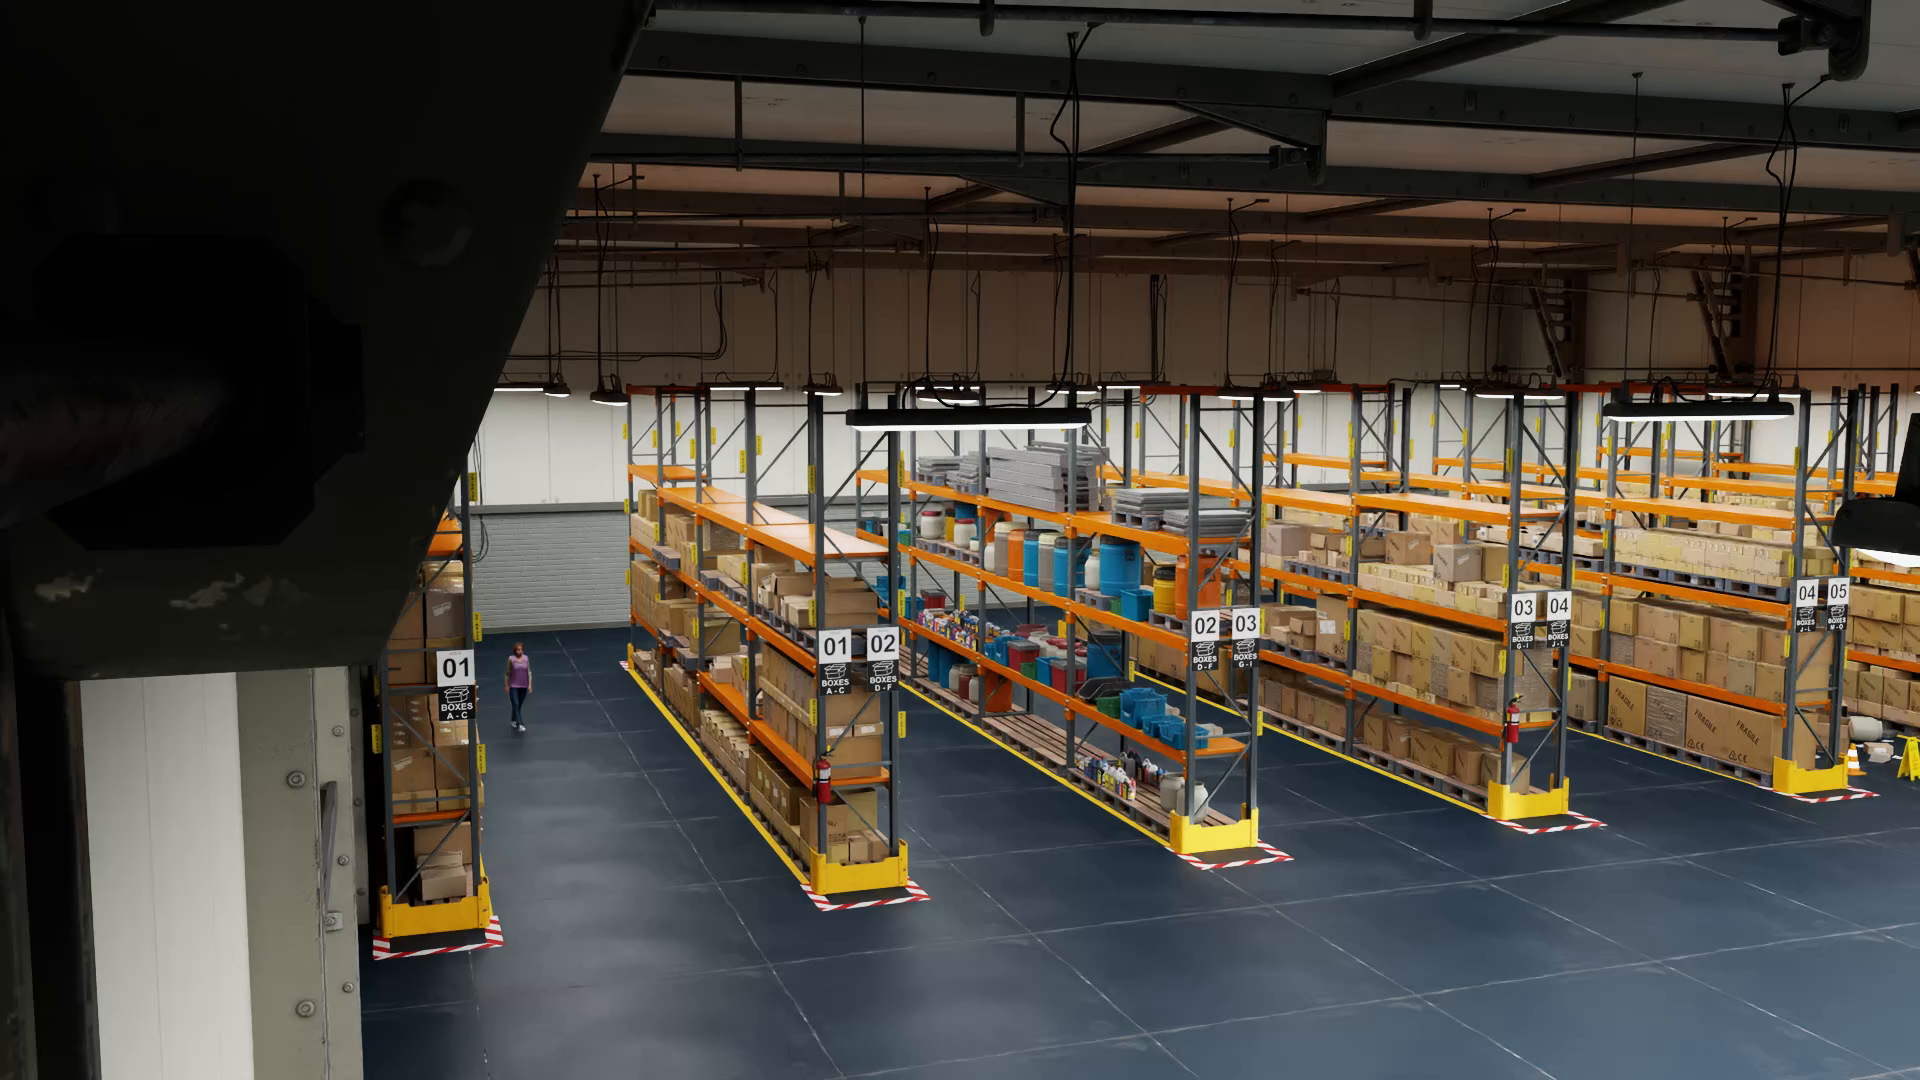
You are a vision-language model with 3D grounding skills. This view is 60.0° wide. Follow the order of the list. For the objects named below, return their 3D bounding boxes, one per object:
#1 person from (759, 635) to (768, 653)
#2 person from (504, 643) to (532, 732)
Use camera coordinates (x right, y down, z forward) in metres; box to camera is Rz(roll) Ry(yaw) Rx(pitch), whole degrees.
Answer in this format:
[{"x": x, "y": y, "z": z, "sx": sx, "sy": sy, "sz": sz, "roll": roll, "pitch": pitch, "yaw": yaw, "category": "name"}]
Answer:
[{"x": -3.918, "y": 2.032, "z": 33.618, "sx": 0.484, "sy": 1.668, "sz": 0.464, "roll": 3, "pitch": 7, "yaw": 28, "category": "person"}, {"x": -7.668, "y": 2.553, "z": 28.964, "sx": 0.443, "sy": 1.541, "sz": 0.986, "roll": -5, "pitch": 8, "yaw": -40, "category": "person"}]
